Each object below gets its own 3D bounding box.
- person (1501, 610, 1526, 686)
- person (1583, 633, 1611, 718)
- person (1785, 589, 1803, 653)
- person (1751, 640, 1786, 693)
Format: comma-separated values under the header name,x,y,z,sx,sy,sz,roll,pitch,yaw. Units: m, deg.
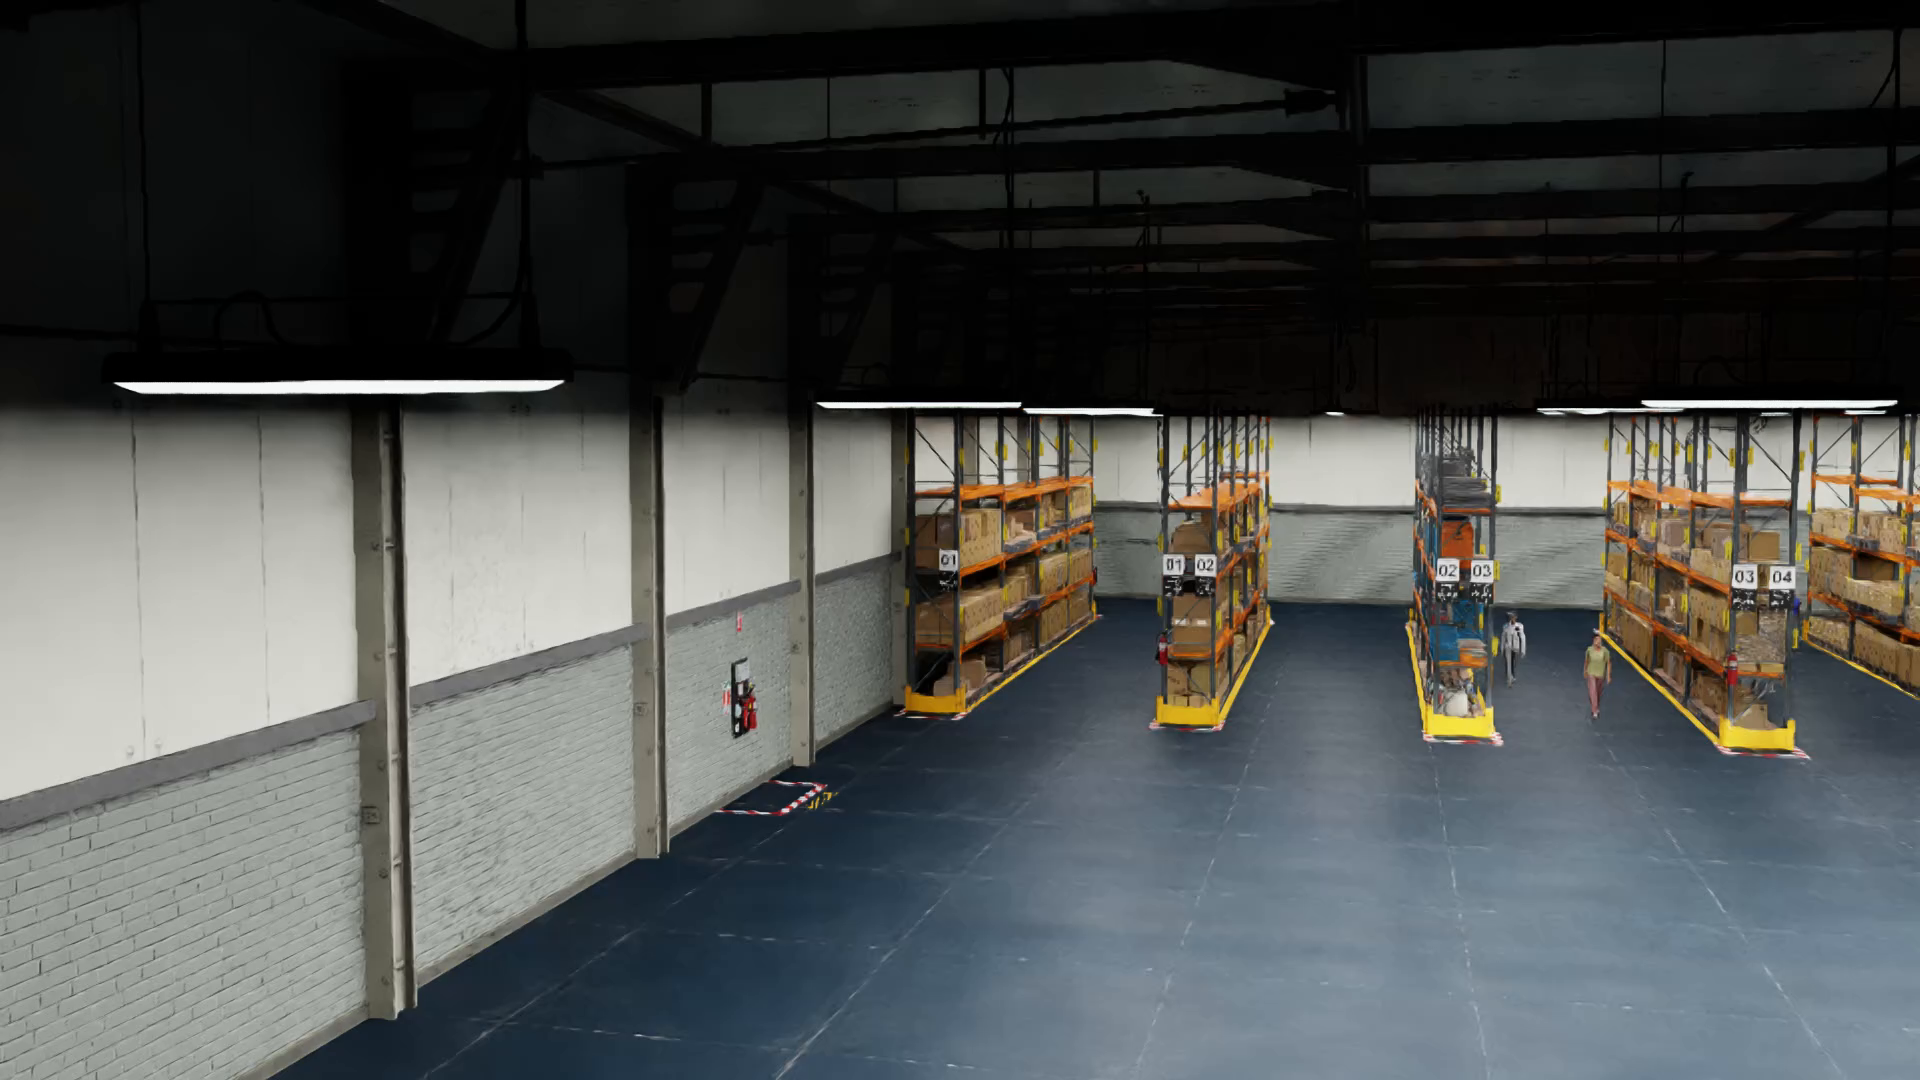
name,x,y,z,sx,sy,sz,roll,pitch,yaw
person,11.889,2.302,35.717,0.500,1.625,0.998,1,4,13
person,12.257,2.586,31.954,0.458,1.612,1.018,1,4,13
person,20.416,1.944,40.873,0.447,1.574,1.070,1,4,17
person,16.795,2.356,34.603,0.719,1.713,0.578,1,4,12
